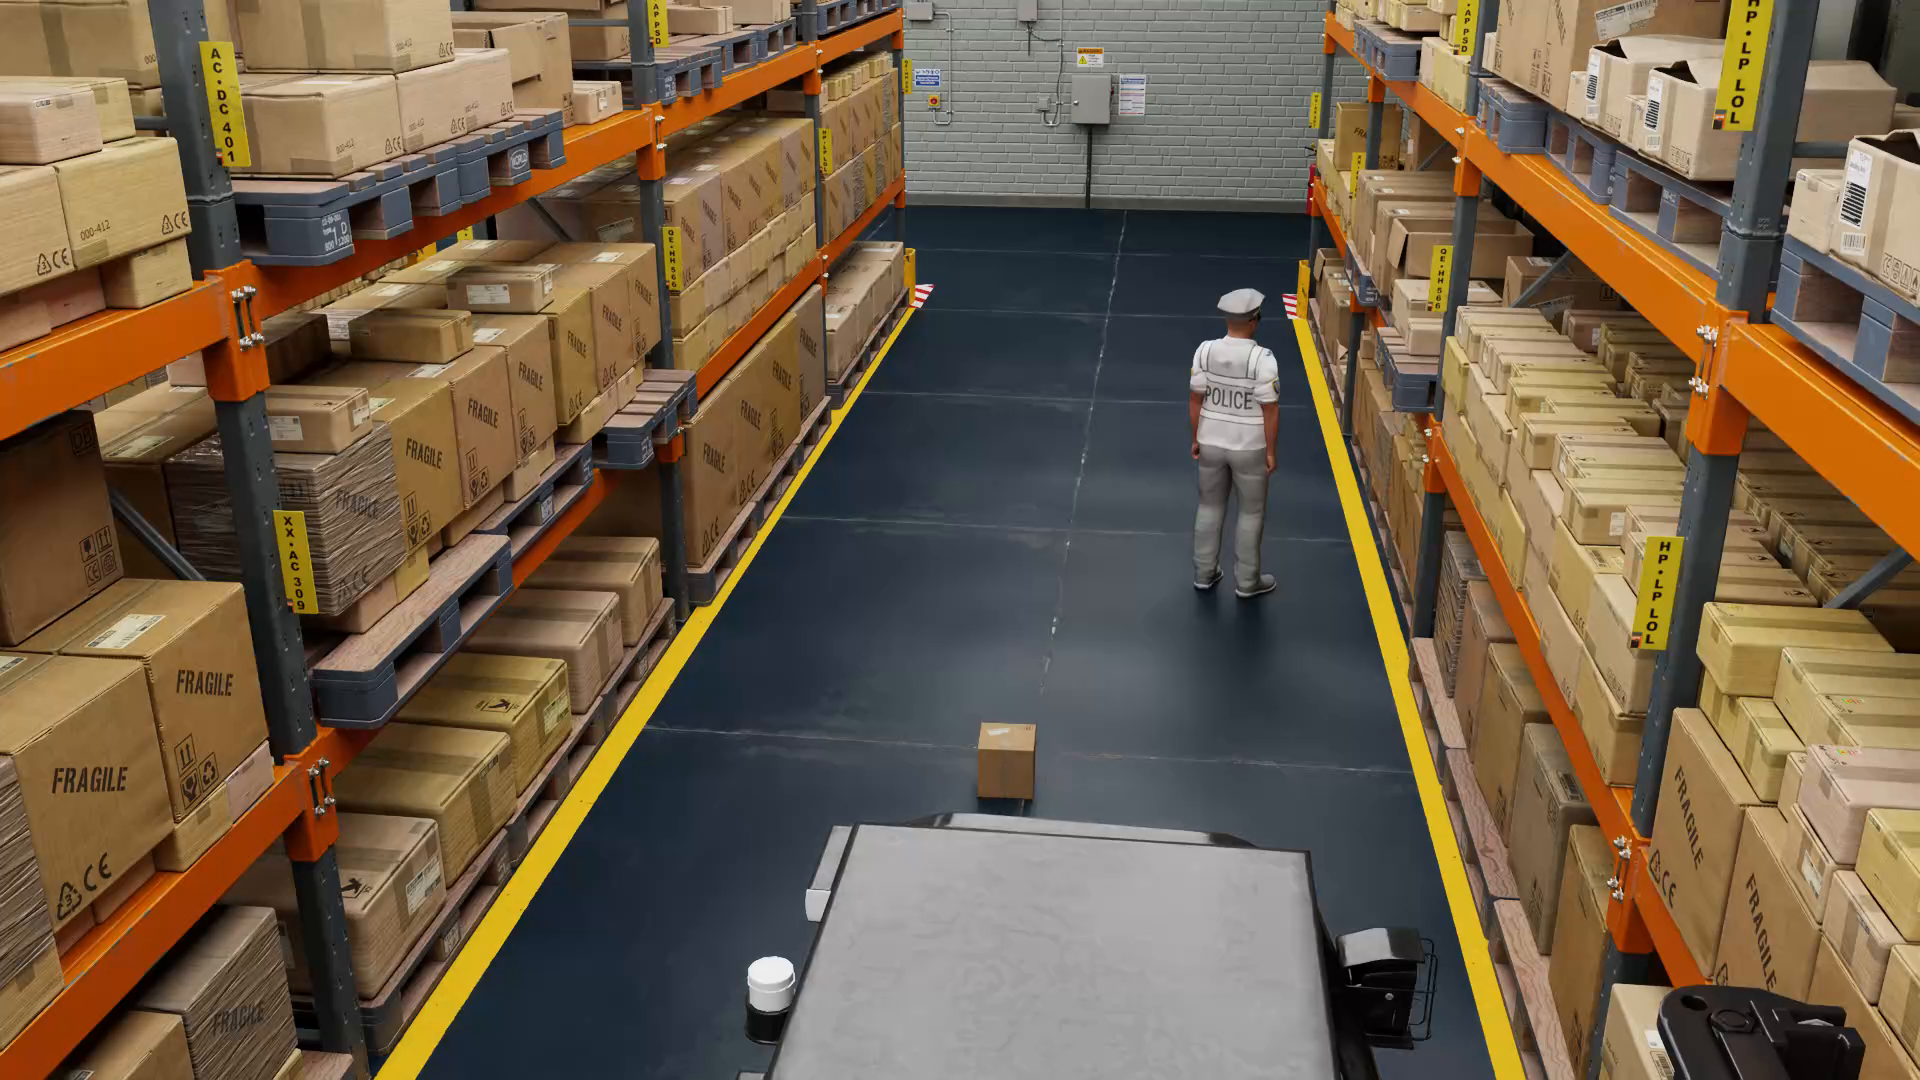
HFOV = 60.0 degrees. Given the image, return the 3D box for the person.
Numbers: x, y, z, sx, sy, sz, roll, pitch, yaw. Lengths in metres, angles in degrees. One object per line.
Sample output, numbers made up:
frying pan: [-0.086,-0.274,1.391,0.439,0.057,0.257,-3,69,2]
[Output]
person: [1.570,-0.549,9.472,0.527,1.773,0.395,13,24,29]
